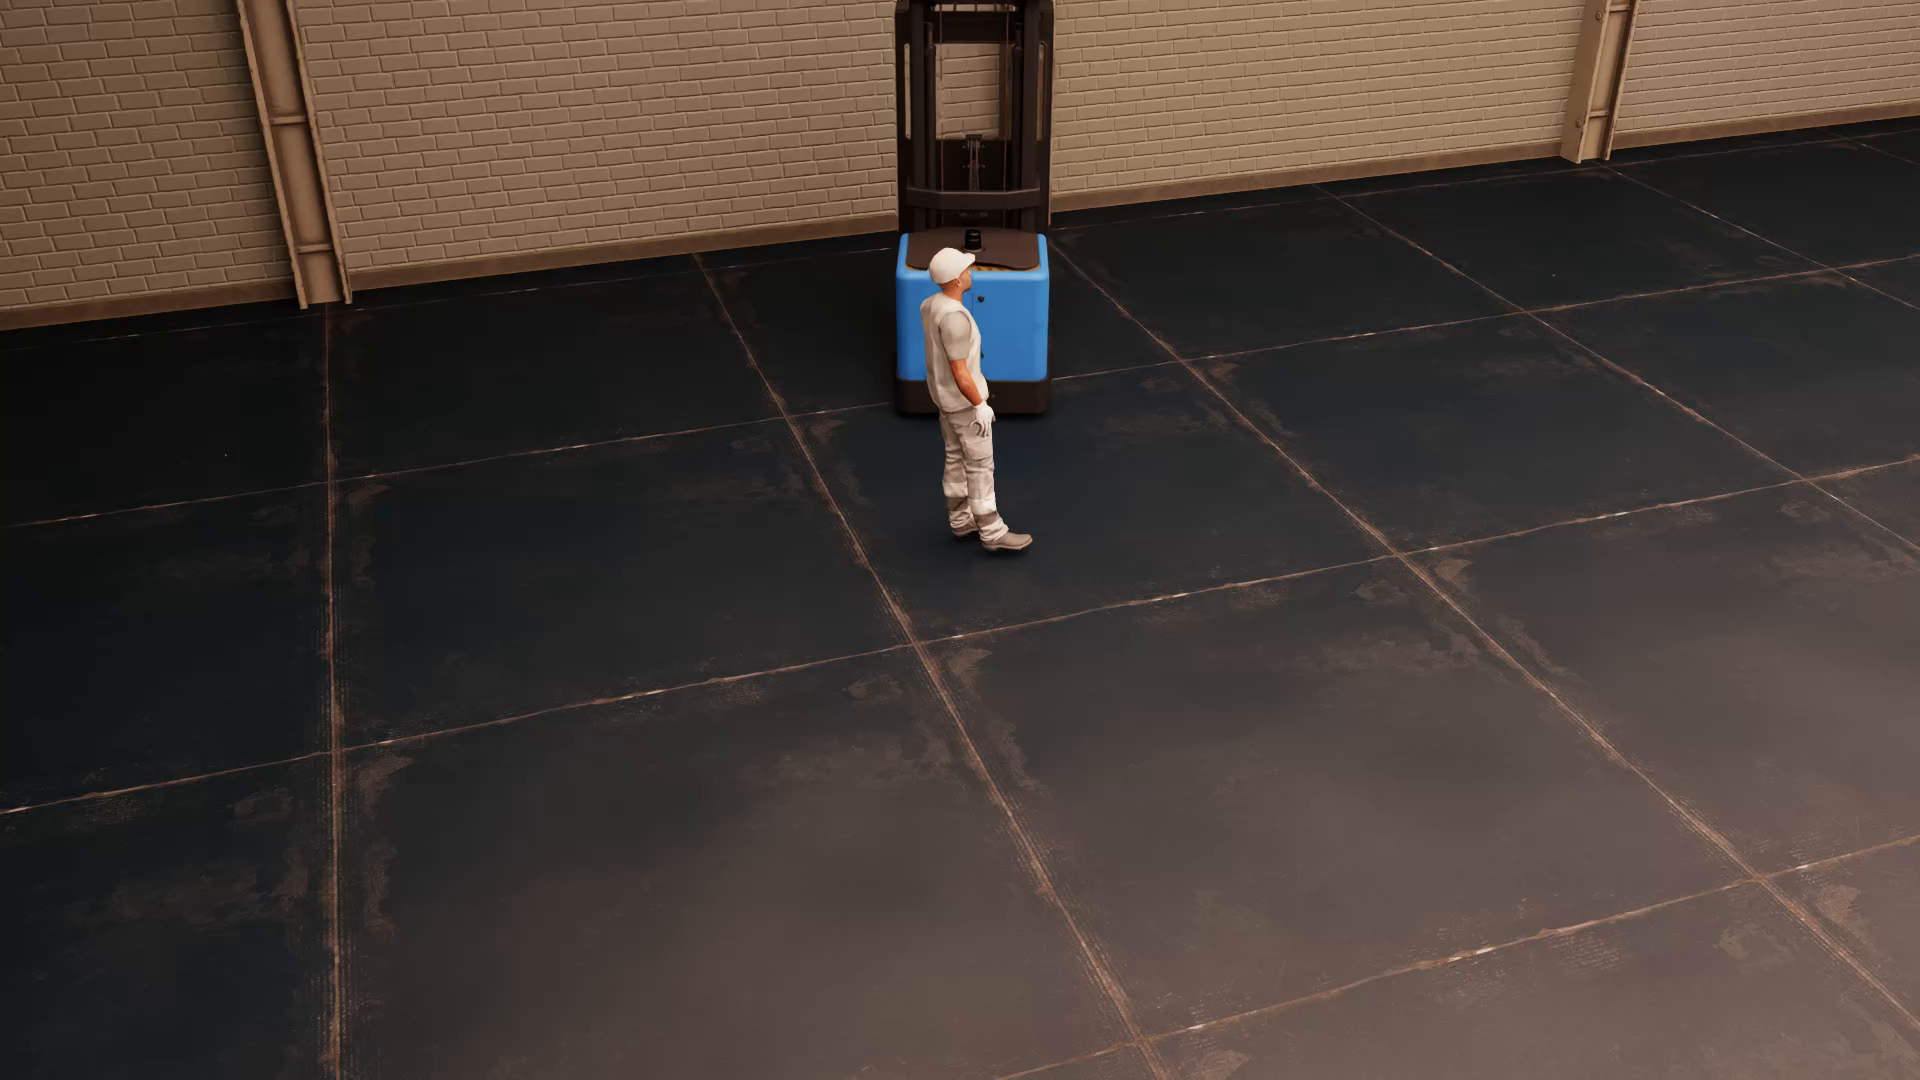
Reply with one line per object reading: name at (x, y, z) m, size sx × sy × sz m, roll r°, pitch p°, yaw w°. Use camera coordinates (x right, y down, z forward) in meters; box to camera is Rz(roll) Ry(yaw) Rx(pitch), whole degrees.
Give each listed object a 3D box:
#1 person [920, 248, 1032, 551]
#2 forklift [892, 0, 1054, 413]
person at (0.079, -0.823, 9.569) m, size 0.564 × 1.786 × 0.638 m, roll -10°, pitch 31°, yaw -16°
forklift at (0.102, -2.832, 12.009) m, size 1.130 × 2.935 × 3.031 m, roll 0°, pitch 30°, yaw 1°
